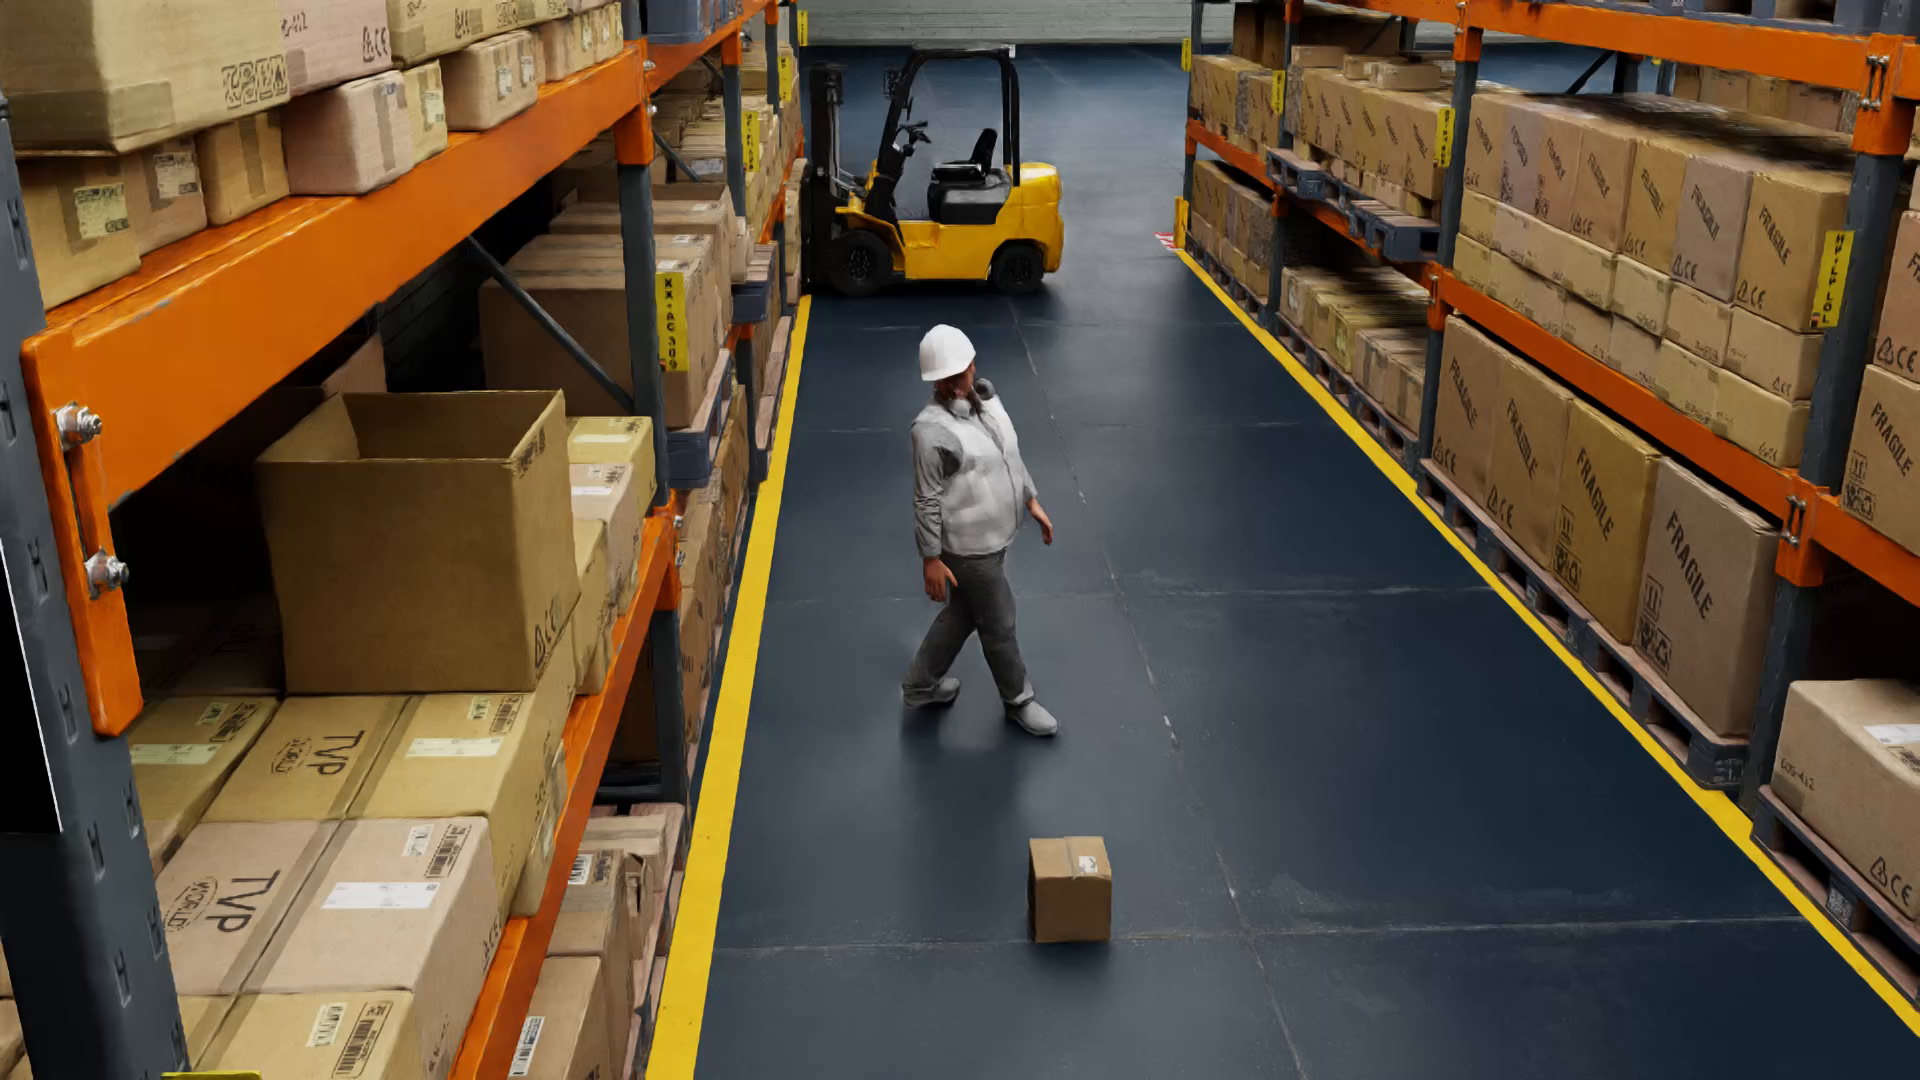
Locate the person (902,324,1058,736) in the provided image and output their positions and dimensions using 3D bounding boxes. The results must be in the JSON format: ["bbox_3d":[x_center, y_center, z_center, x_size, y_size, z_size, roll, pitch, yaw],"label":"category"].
[{"bbox_3d":[0.067,-0.024,6.654,0.681,1.732,0.573,6,21,17],"label":"person"}]
